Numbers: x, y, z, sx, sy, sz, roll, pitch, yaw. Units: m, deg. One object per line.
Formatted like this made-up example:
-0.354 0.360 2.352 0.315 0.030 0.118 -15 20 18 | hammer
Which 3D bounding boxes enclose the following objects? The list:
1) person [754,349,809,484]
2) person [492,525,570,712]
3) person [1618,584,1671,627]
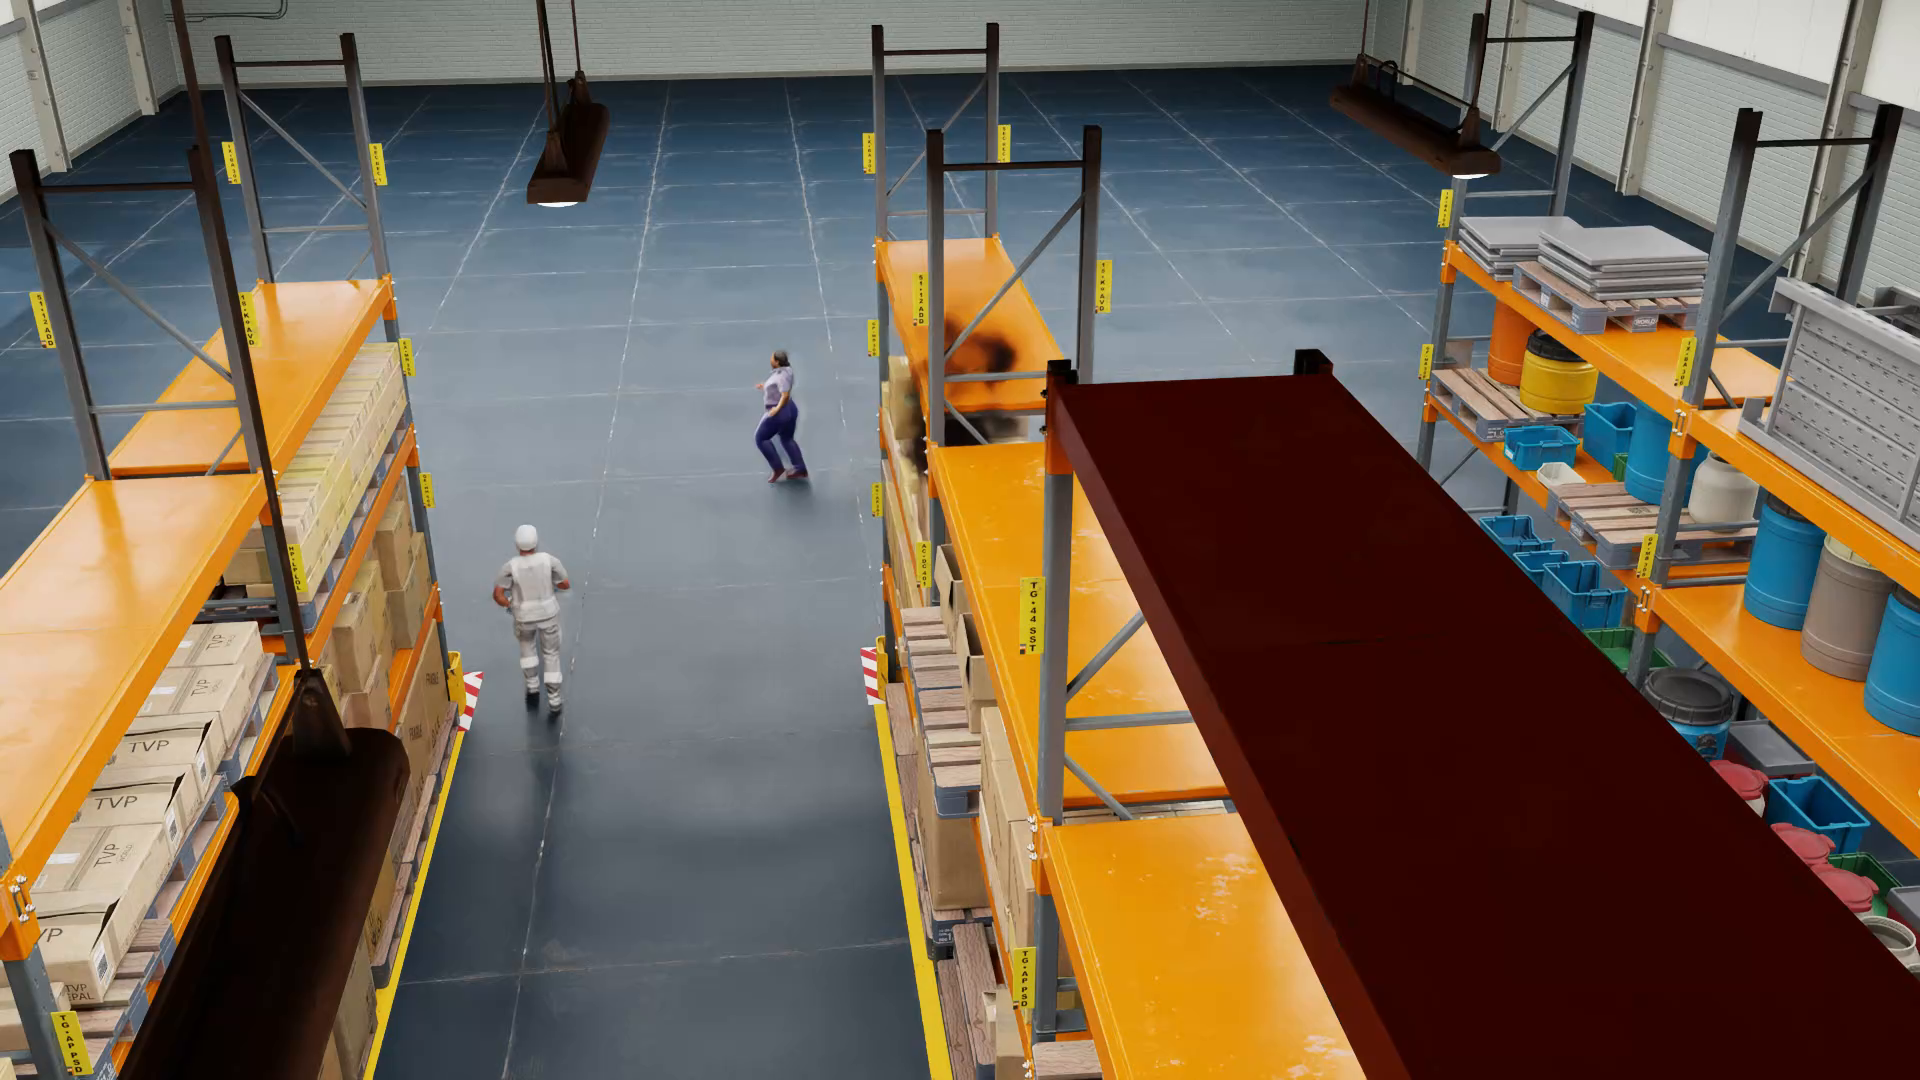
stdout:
-2.150 -1.460 19.692 0.661 1.676 0.586 9 27 19 | person
-3.823 0.689 14.981 0.661 1.822 0.669 -6 26 -11 | person
6.366 0.593 15.302 0.710 1.672 0.631 -7 26 -15 | person
